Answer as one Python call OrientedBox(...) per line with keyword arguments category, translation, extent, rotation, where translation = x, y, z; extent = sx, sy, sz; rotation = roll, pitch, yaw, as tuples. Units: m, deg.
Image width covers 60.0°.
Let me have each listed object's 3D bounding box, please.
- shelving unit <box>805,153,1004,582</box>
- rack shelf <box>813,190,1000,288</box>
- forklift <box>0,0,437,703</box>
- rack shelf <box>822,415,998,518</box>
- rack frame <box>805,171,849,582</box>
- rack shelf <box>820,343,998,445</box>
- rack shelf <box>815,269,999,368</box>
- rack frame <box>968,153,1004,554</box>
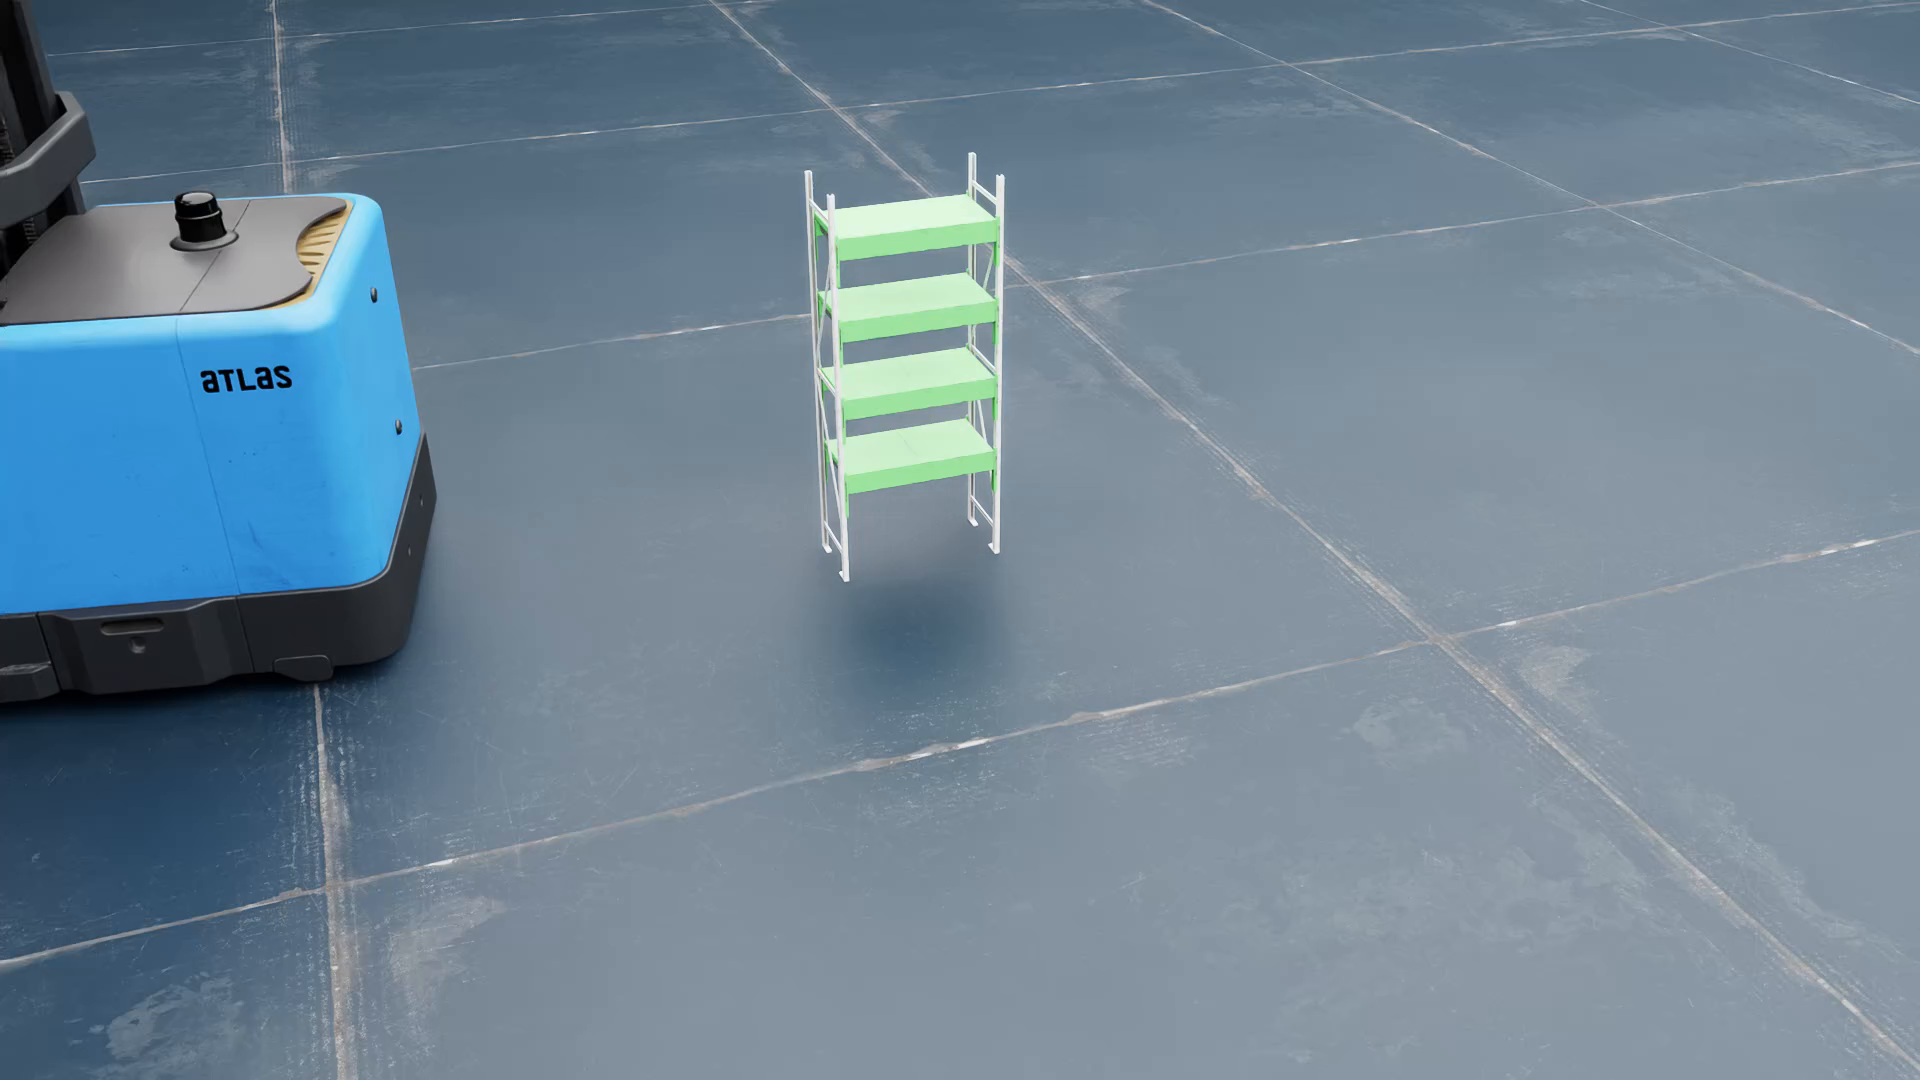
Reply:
OrientedBox(category="shelving unit", translation=(-0.155, -0.493, 4.903), extent=(0.503, 1.200, 0.258), rotation=(-10, 31, -18))
OrientedBox(category="rack shelf", translation=(-0.155, -0.854, 4.697), extent=(0.480, 0.148, 0.258), rotation=(-10, 31, -18))
OrientedBox(category="forklift", translation=(-3.103, -1.014, 4.069), extent=(3.031, 2.935, 1.130), rotation=(-5, 30, -8))
OrientedBox(category="rack shelf", translation=(-0.155, -0.229, 5.053), extent=(0.480, 0.148, 0.258), rotation=(-10, 31, -18))
OrientedBox(category="rack frame", translation=(-0.384, -0.451, 4.829), extent=(0.015, 1.200, 0.240), rotation=(-10, 31, -18))
OrientedBox(category="rack shelf", translation=(-0.155, -0.437, 4.934), extent=(0.480, 0.148, 0.258), rotation=(-10, 31, -18))
OrientedBox(category="rack shelf", translation=(-0.155, -0.646, 4.816), extent=(0.480, 0.148, 0.258), rotation=(-10, 31, -18))
OrientedBox(category="rack frame", translation=(0.074, -0.535, 4.977), extent=(0.015, 1.200, 0.240), rotation=(-10, 31, -18))
